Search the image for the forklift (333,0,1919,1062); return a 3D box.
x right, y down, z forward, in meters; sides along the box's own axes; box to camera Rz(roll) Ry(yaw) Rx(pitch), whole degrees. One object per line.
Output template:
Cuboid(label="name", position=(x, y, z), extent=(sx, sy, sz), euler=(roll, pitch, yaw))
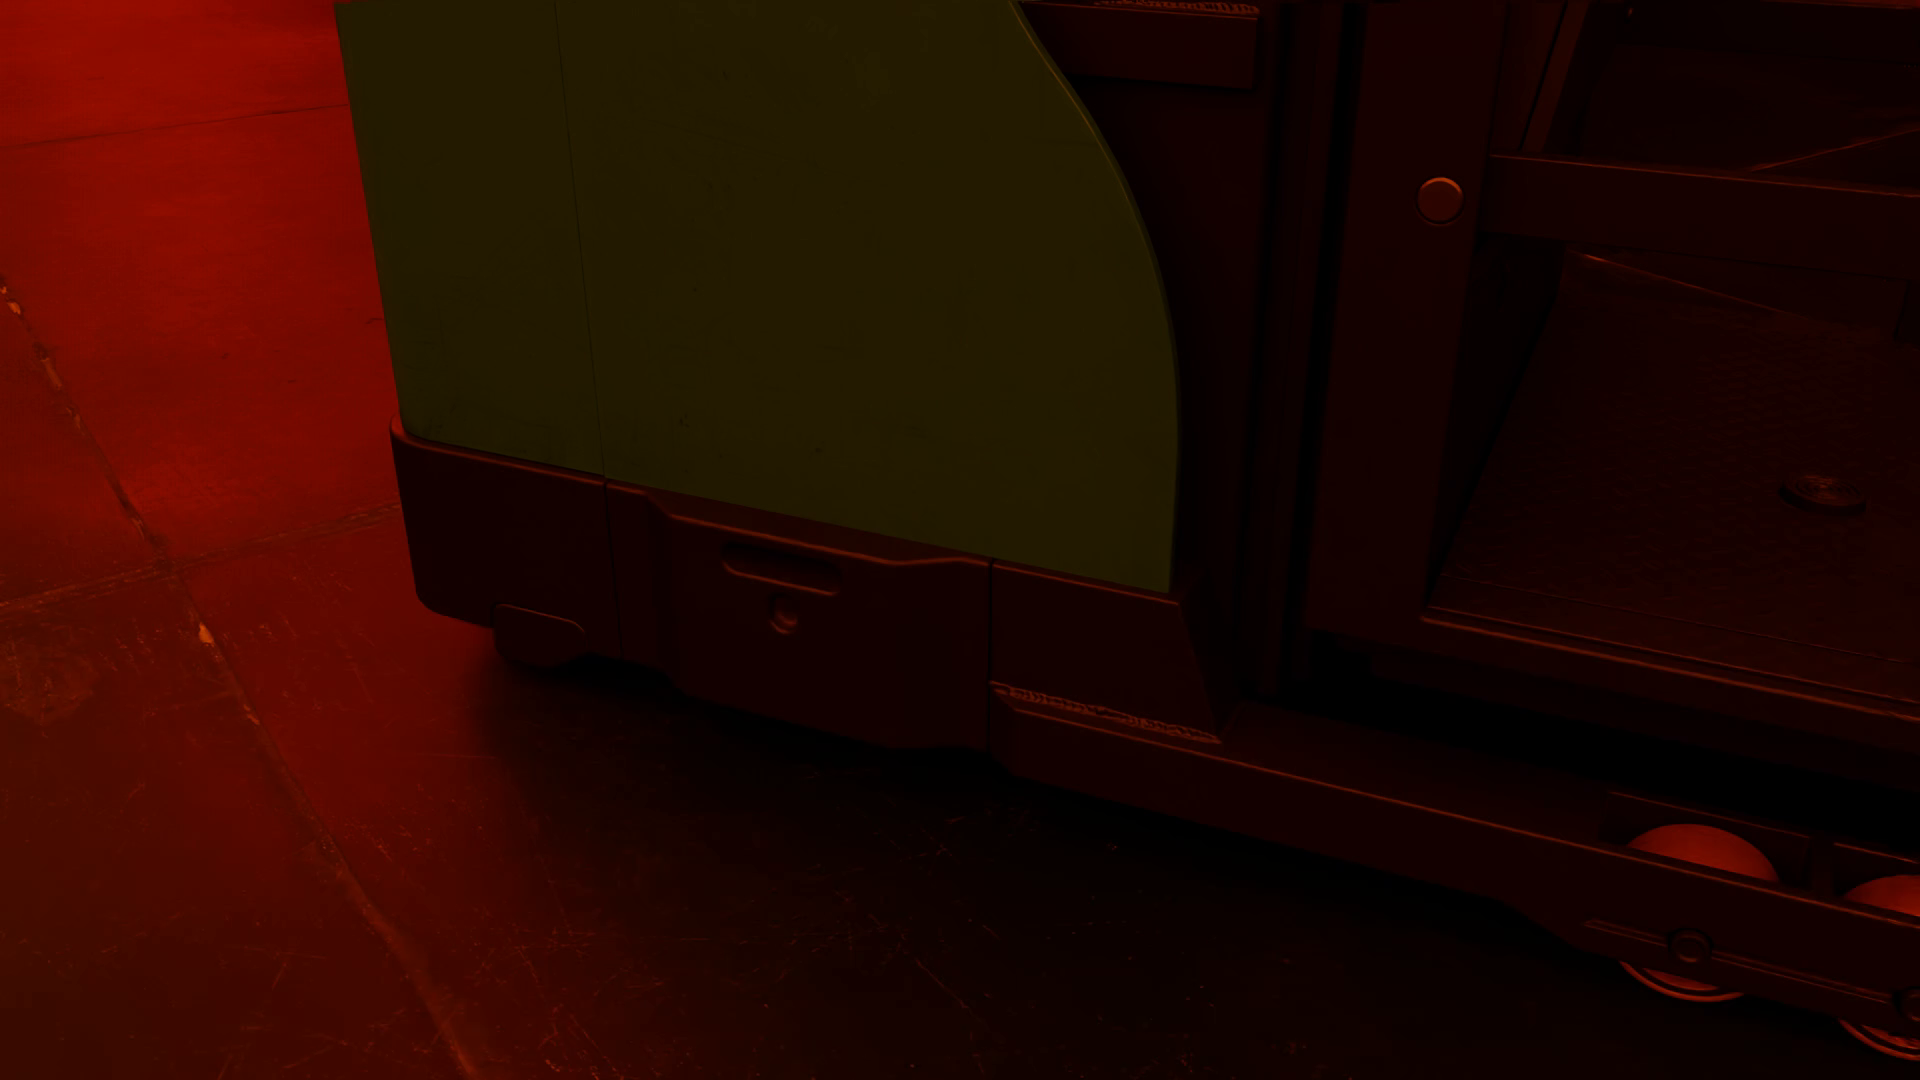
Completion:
Cuboid(label="forklift", position=(0.837, -1.100, 1.425), extent=(3.031, 2.935, 1.130), euler=(12, 29, 22))
